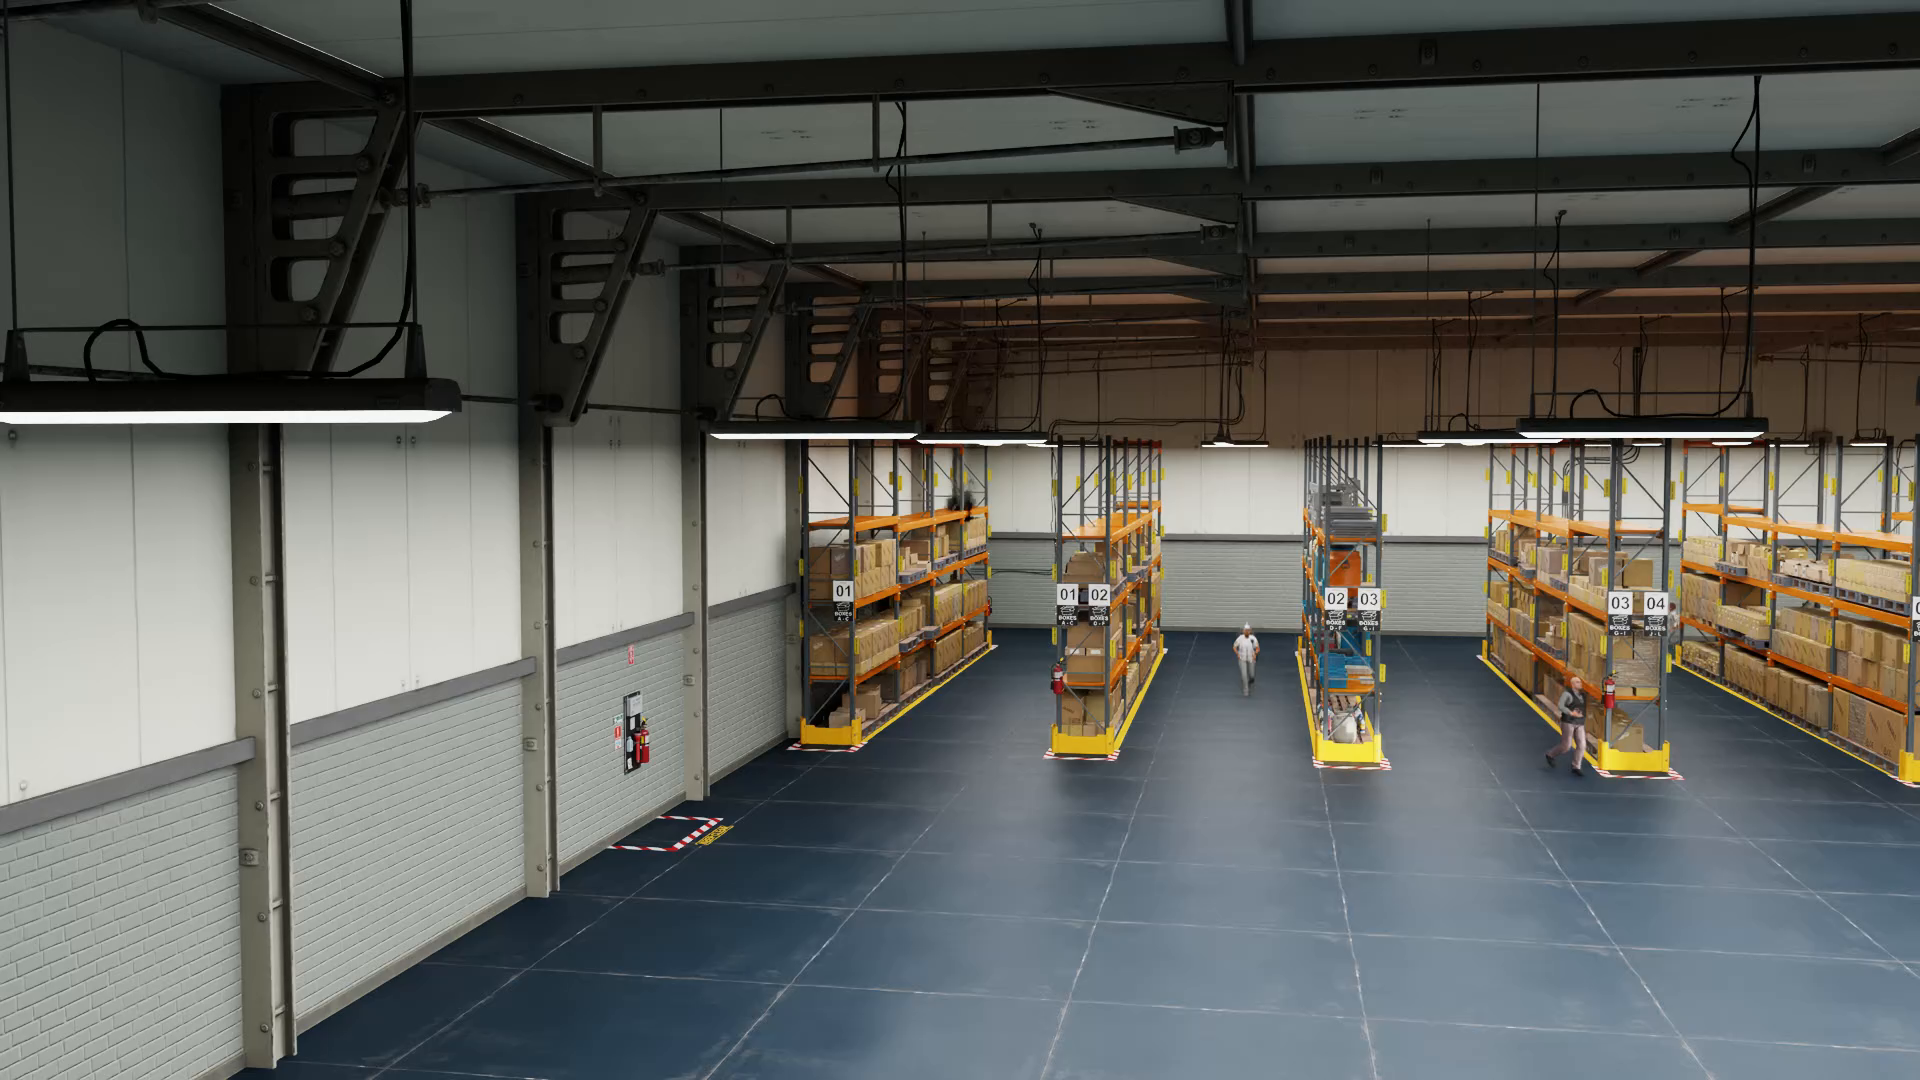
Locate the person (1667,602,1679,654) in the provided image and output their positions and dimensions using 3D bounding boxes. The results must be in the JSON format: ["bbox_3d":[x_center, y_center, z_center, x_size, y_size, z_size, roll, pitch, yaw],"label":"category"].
[{"bbox_3d":[19.612,2.485,45.735,0.687,1.538,0.604,0,3,4],"label":"person"}]

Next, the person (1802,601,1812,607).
[{"bbox_3d":[23.363,2.511,45.176,0.956,1.664,0.662,1,3,20],"label":"person"}]

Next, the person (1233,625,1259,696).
[{"bbox_3d":[6.689,2.806,38.880,0.614,1.638,0.578,0,3,6],"label":"person"}]

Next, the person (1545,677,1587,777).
[{"bbox_3d":[10.847,3.283,29.492,0.672,1.724,0.837,-1,3,-23],"label":"person"}]
